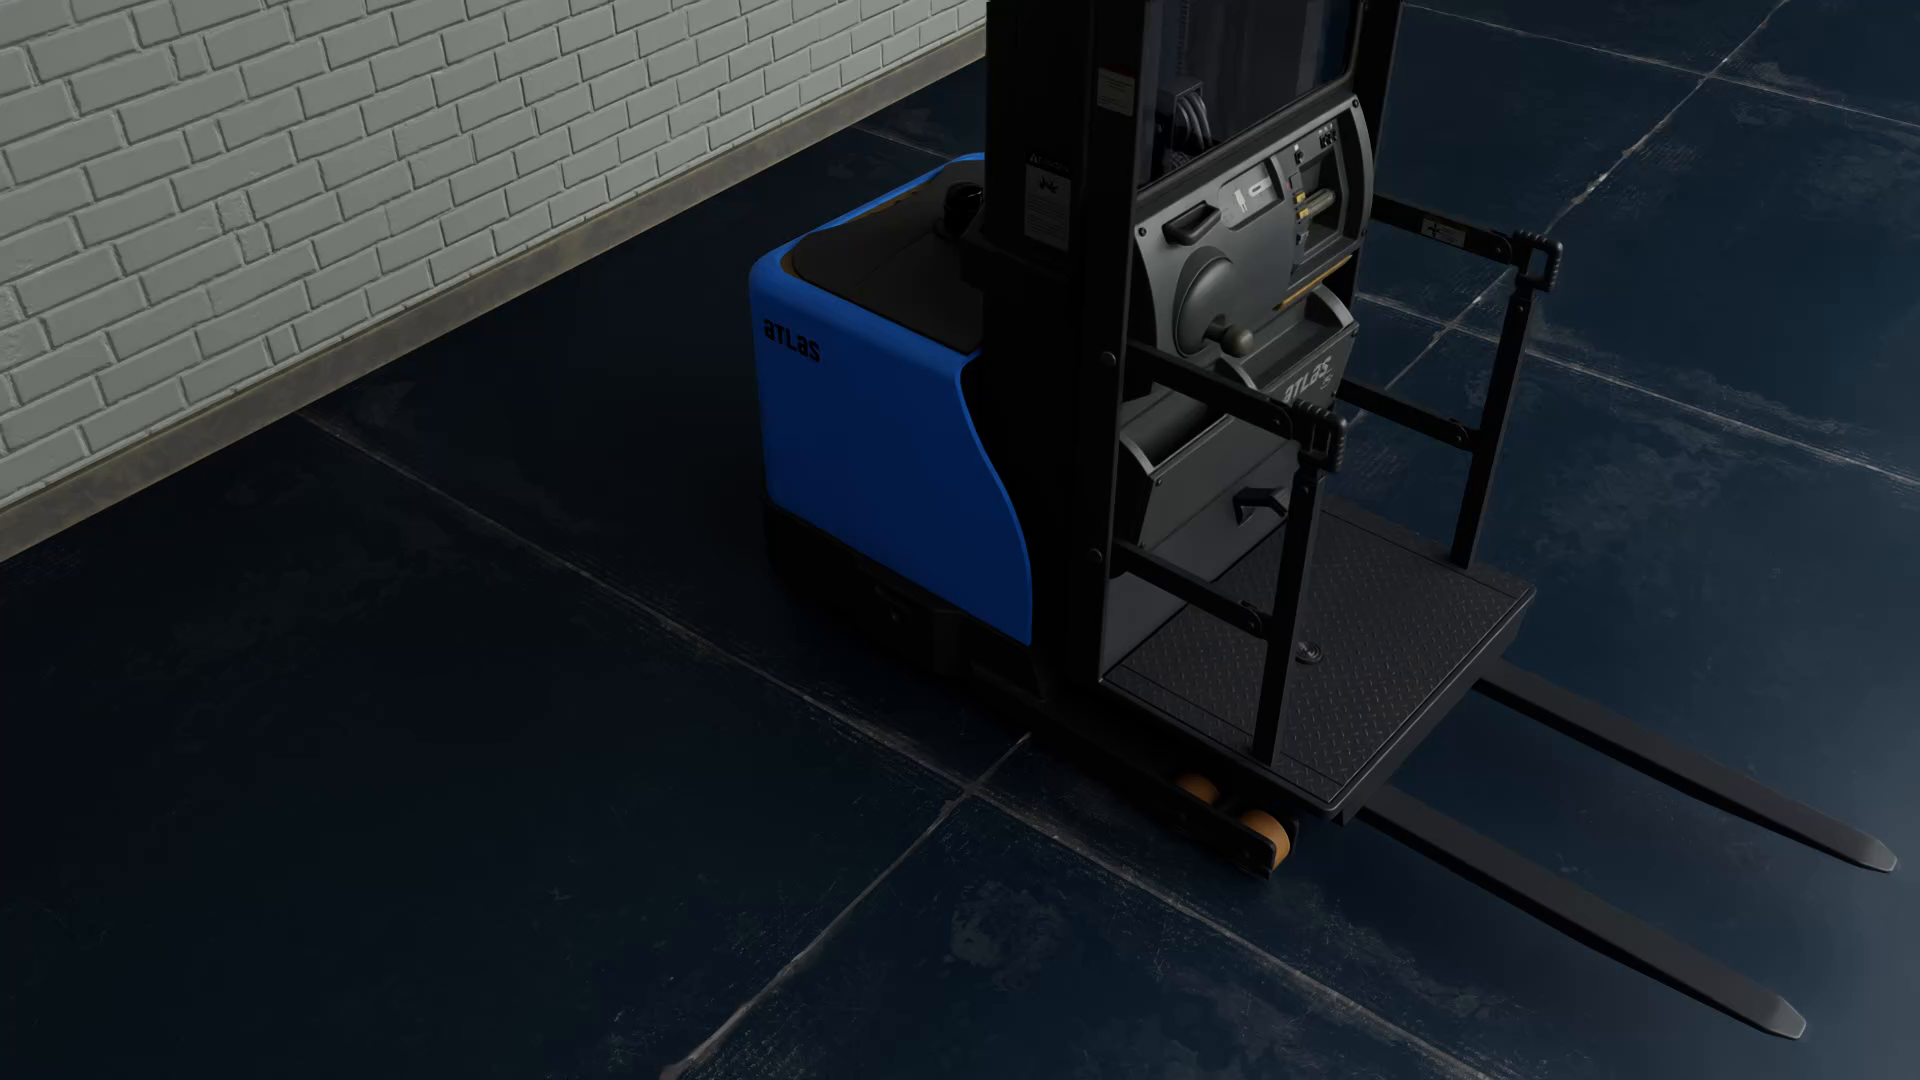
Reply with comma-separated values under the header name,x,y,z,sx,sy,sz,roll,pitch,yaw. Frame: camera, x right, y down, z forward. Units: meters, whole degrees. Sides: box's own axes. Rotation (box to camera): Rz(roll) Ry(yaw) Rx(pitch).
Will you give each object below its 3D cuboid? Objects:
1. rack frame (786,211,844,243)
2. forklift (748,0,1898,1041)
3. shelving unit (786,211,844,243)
name,x,y,z,sx,sy,sz,roll,pitch,yaw
rack frame,-0.434,-0.592,5.276,0.006,0.900,0.240,28,46,31
forklift,0.856,-0.683,3.745,3.031,2.935,1.130,28,46,31
shelving unit,-0.358,-0.550,5.223,0.210,0.900,0.258,28,46,31
